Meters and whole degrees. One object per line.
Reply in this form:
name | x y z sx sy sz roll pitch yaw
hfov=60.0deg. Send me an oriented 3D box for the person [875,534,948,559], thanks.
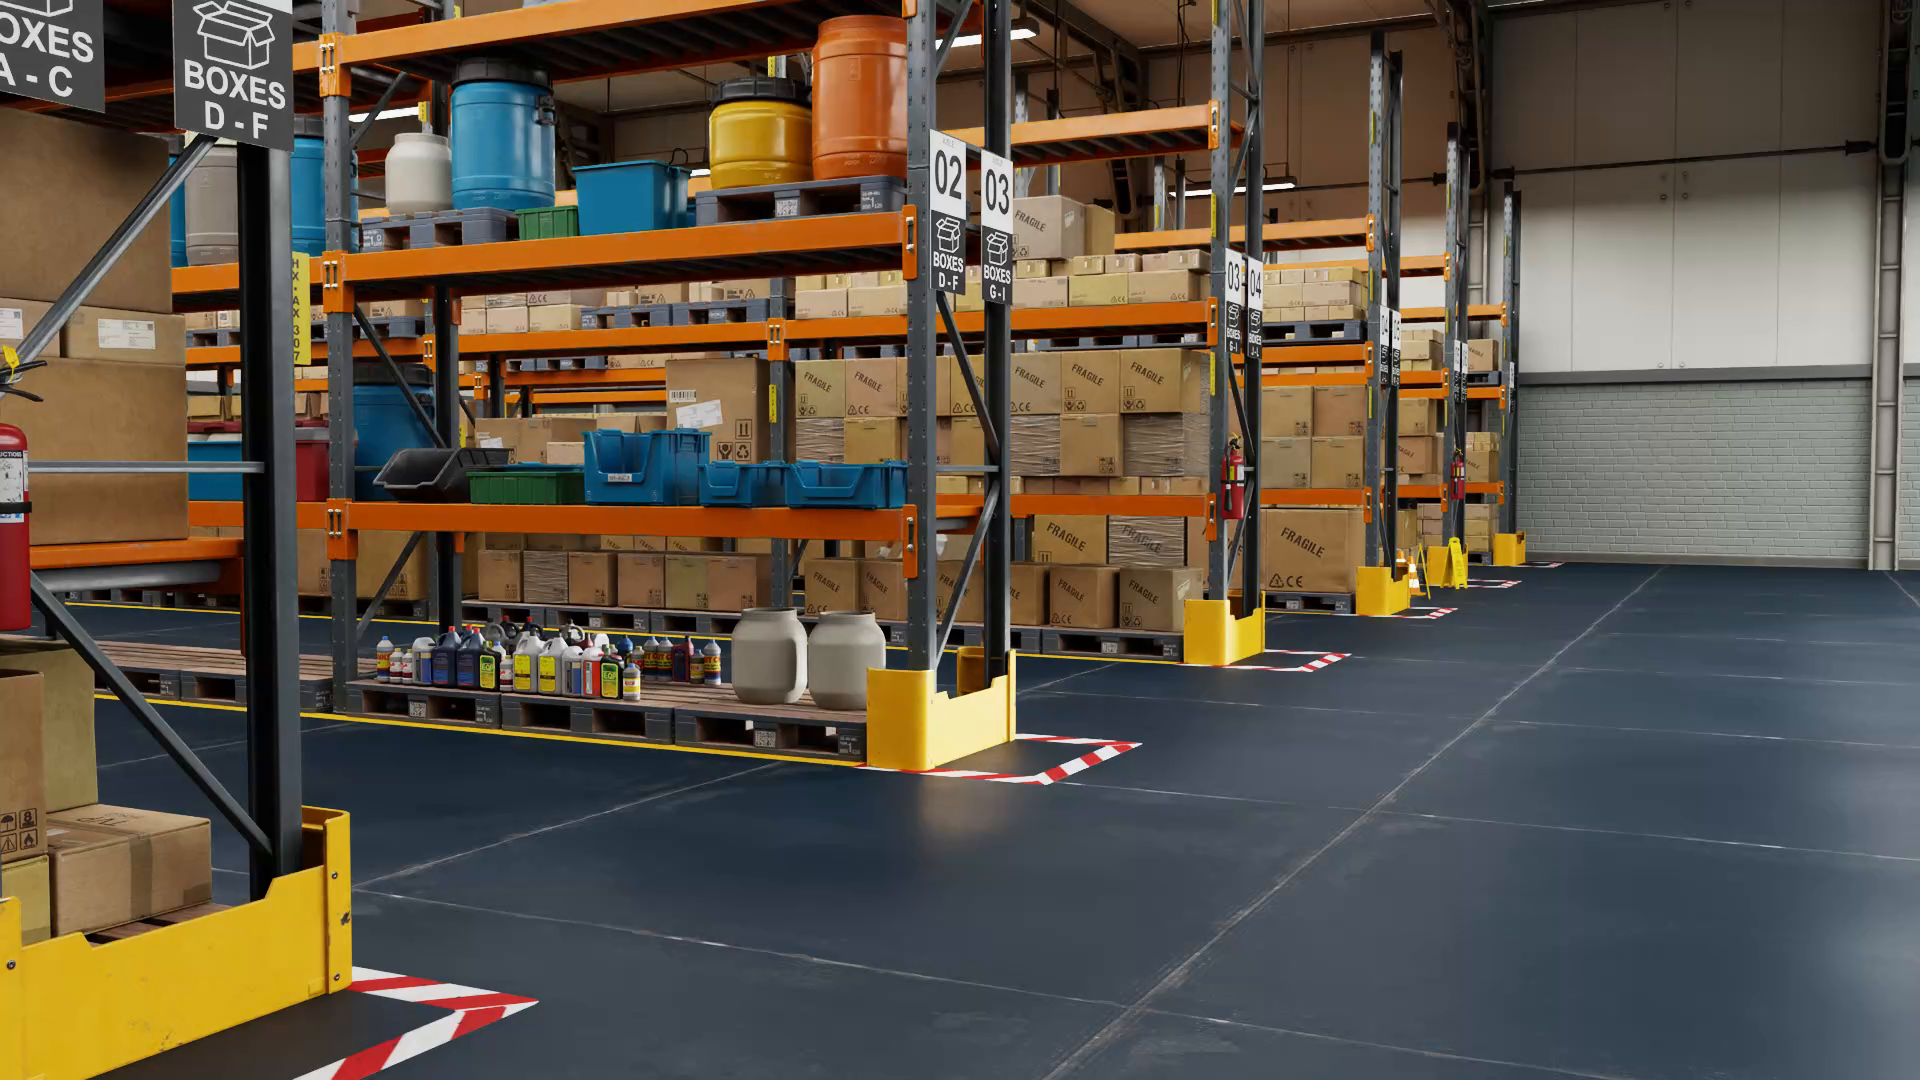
person | -0.507 0.057 16.888 0.730 1.472 0.582 1 3 26
